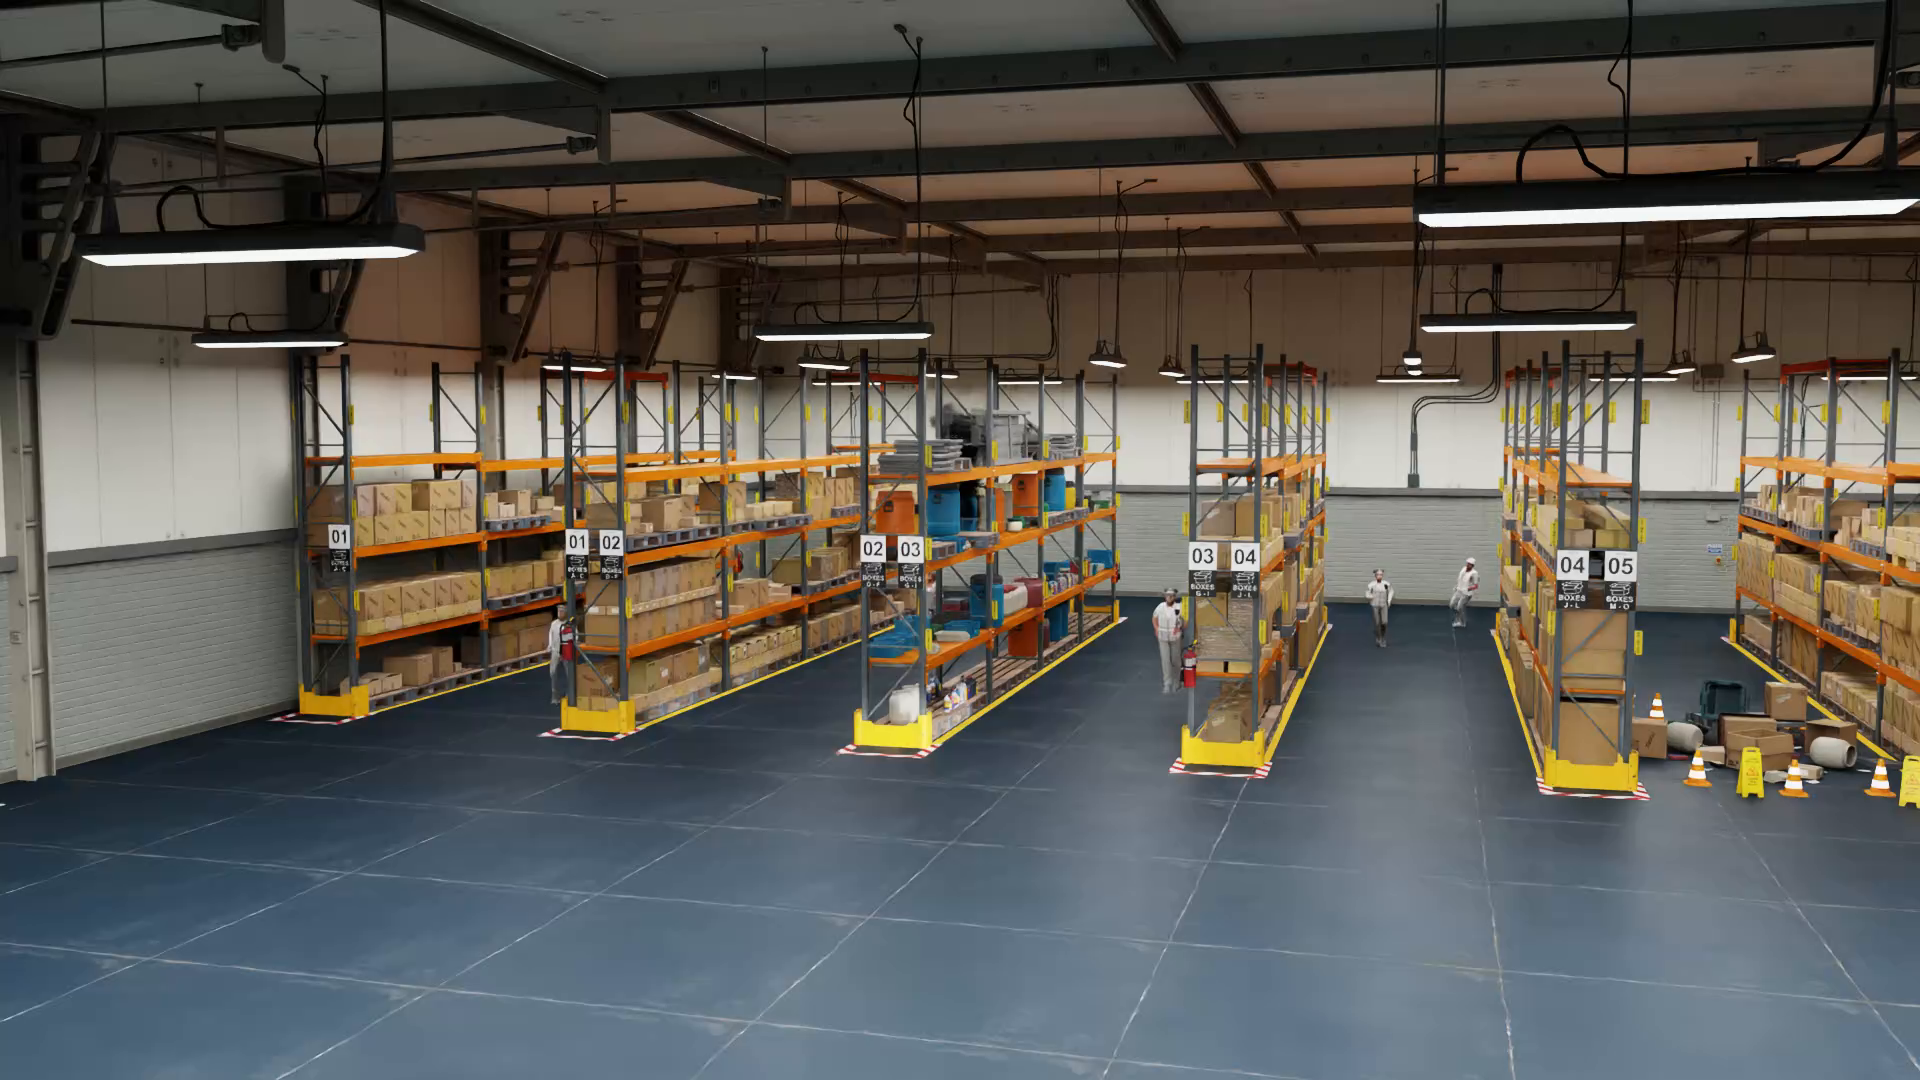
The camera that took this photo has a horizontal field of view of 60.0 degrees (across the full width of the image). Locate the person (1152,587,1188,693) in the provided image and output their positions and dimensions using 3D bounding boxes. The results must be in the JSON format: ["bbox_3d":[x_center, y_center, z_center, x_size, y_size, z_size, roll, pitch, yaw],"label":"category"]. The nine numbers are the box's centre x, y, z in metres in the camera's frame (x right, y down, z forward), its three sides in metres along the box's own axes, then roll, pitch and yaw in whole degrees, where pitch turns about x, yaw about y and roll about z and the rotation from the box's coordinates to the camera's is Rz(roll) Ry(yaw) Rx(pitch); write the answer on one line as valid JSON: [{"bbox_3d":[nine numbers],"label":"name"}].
[{"bbox_3d":[3.593,1.710,28.457,0.672,1.825,0.765,1,4,16],"label":"person"}]

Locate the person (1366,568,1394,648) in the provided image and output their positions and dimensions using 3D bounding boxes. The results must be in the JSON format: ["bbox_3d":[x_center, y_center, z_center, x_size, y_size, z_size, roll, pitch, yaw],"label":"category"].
[{"bbox_3d":[9.067,1.475,35.933,0.590,1.740,0.726,1,4,13],"label":"person"}]

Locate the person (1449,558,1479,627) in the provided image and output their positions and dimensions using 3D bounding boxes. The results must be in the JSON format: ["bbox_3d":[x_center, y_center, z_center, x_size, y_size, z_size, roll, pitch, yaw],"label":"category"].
[{"bbox_3d":[11.788,1.234,39.012,0.521,1.682,0.888,-2,5,-25],"label":"person"}]

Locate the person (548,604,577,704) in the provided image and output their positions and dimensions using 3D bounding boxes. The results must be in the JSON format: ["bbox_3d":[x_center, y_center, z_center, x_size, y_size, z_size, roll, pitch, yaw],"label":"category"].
[{"bbox_3d":[-6.945,1.986,29.023,0.576,1.749,0.732,0,4,3],"label":"person"}]

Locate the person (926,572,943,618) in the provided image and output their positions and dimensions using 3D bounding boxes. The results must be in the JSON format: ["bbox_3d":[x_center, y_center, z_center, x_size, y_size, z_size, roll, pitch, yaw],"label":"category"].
[{"bbox_3d":[-0.652,1.486,36.201,0.524,1.575,0.864,0,4,6],"label":"person"}]
